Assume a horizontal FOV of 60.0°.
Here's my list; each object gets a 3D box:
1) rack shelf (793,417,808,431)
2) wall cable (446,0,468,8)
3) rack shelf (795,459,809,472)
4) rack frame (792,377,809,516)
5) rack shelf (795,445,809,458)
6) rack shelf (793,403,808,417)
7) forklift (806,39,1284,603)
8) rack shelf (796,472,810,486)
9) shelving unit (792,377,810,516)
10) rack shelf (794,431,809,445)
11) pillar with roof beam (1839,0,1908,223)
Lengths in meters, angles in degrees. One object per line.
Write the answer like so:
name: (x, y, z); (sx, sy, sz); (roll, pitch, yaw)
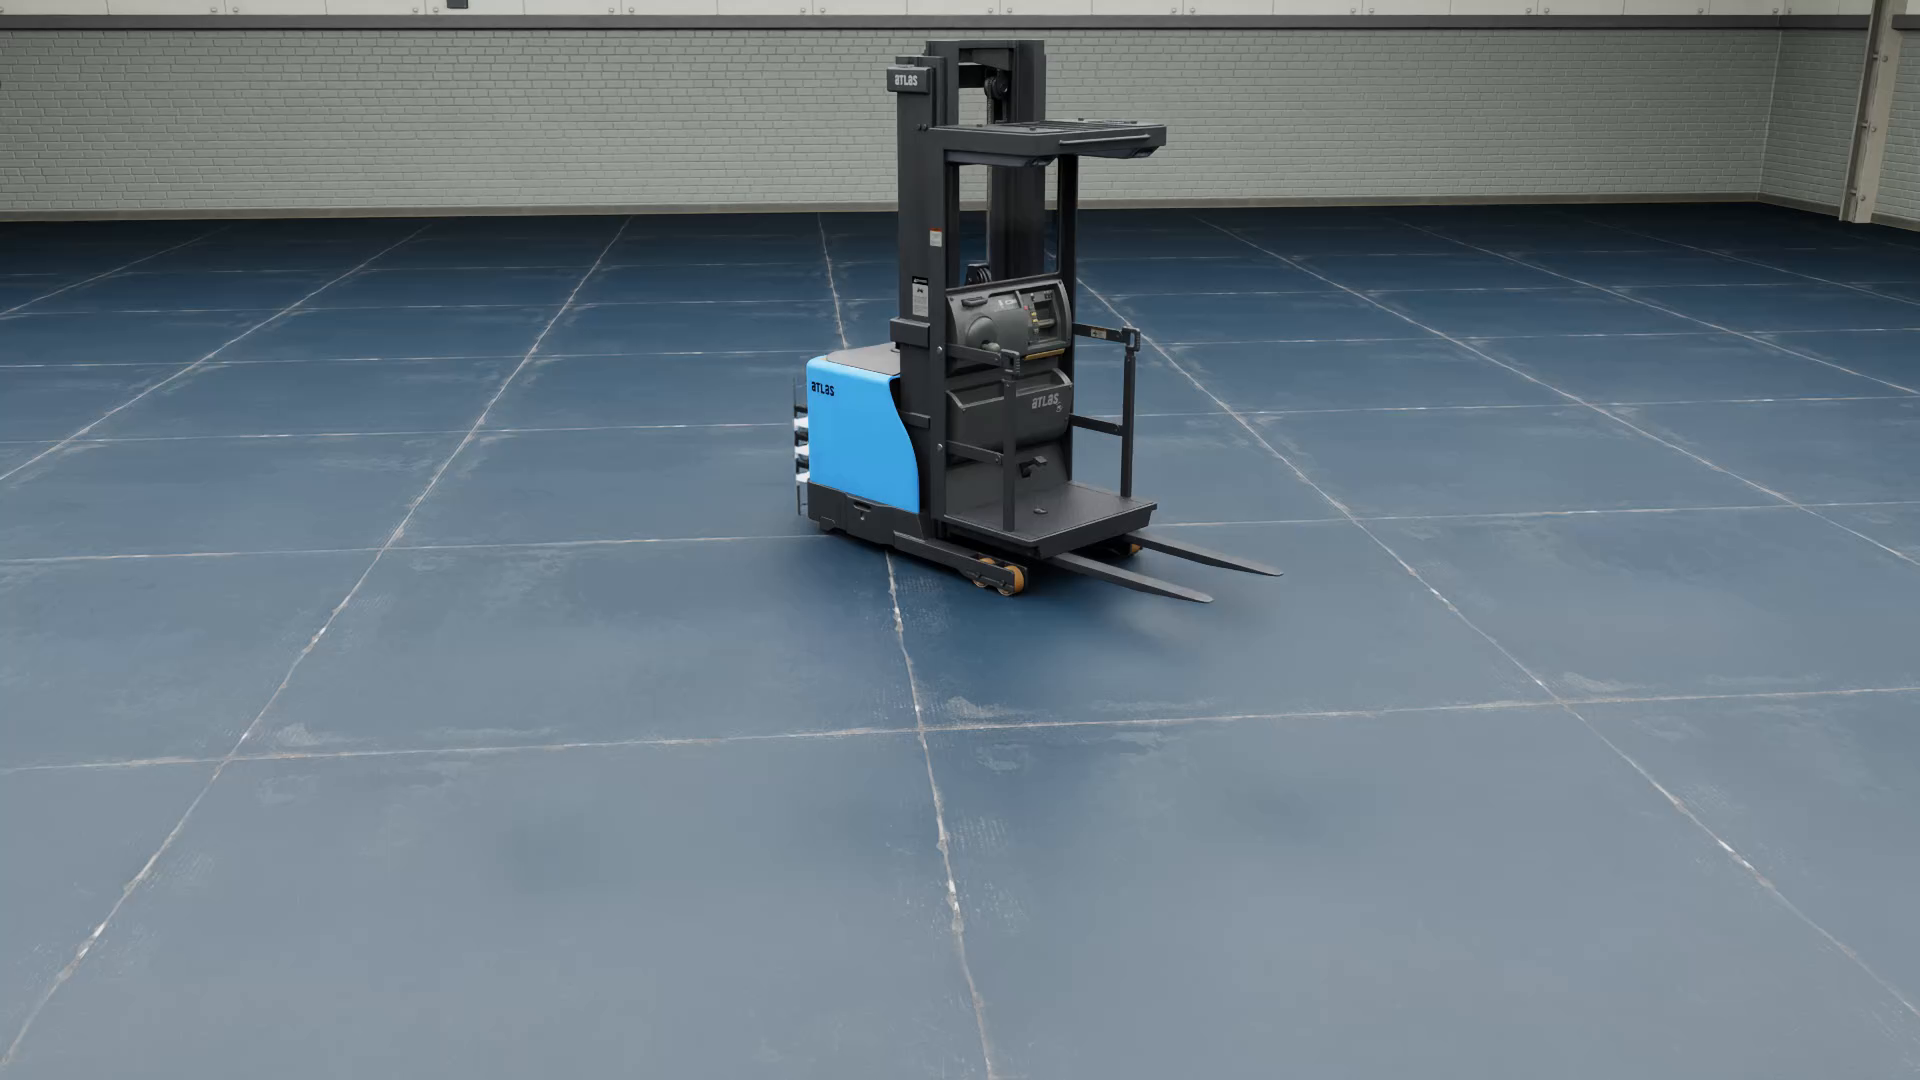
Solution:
rack shelf: (-0.889, -0.733, 10.514); (0.258, 0.077, 0.200); (-16, 23, -42)
wall cable: (-6.807, -11.159, 25.021); (2.305, 6.003, 0.169); (-2, 18, -6)
rack shelf: (-0.887, -0.474, 10.593); (0.258, 0.077, 0.200); (-16, 23, -42)
rack frame: (-0.959, -0.613, 10.627); (0.240, 0.900, 0.006); (-16, 23, -42)
rack shelf: (-0.887, -0.560, 10.567); (0.258, 0.077, 0.200); (-16, 23, -42)
rack shelf: (-0.890, -0.819, 10.488); (0.258, 0.077, 0.200); (-16, 23, -42)
forklift: (0.436, -1.264, 9.310); (1.130, 2.935, 3.031); (-16, 24, -42)
rack shelf: (-0.886, -0.388, 10.619); (0.258, 0.077, 0.200); (-16, 23, -42)
shelving unit: (-0.888, -0.592, 10.557); (0.258, 0.900, 0.210); (-16, 23, -42)
rack shelf: (-0.888, -0.647, 10.541); (0.258, 0.077, 0.200); (-16, 23, -42)
pillar with roof beam: (9.787, -9.170, 24.361); (9.100, 9.000, 0.400); (-2, 18, -6)
